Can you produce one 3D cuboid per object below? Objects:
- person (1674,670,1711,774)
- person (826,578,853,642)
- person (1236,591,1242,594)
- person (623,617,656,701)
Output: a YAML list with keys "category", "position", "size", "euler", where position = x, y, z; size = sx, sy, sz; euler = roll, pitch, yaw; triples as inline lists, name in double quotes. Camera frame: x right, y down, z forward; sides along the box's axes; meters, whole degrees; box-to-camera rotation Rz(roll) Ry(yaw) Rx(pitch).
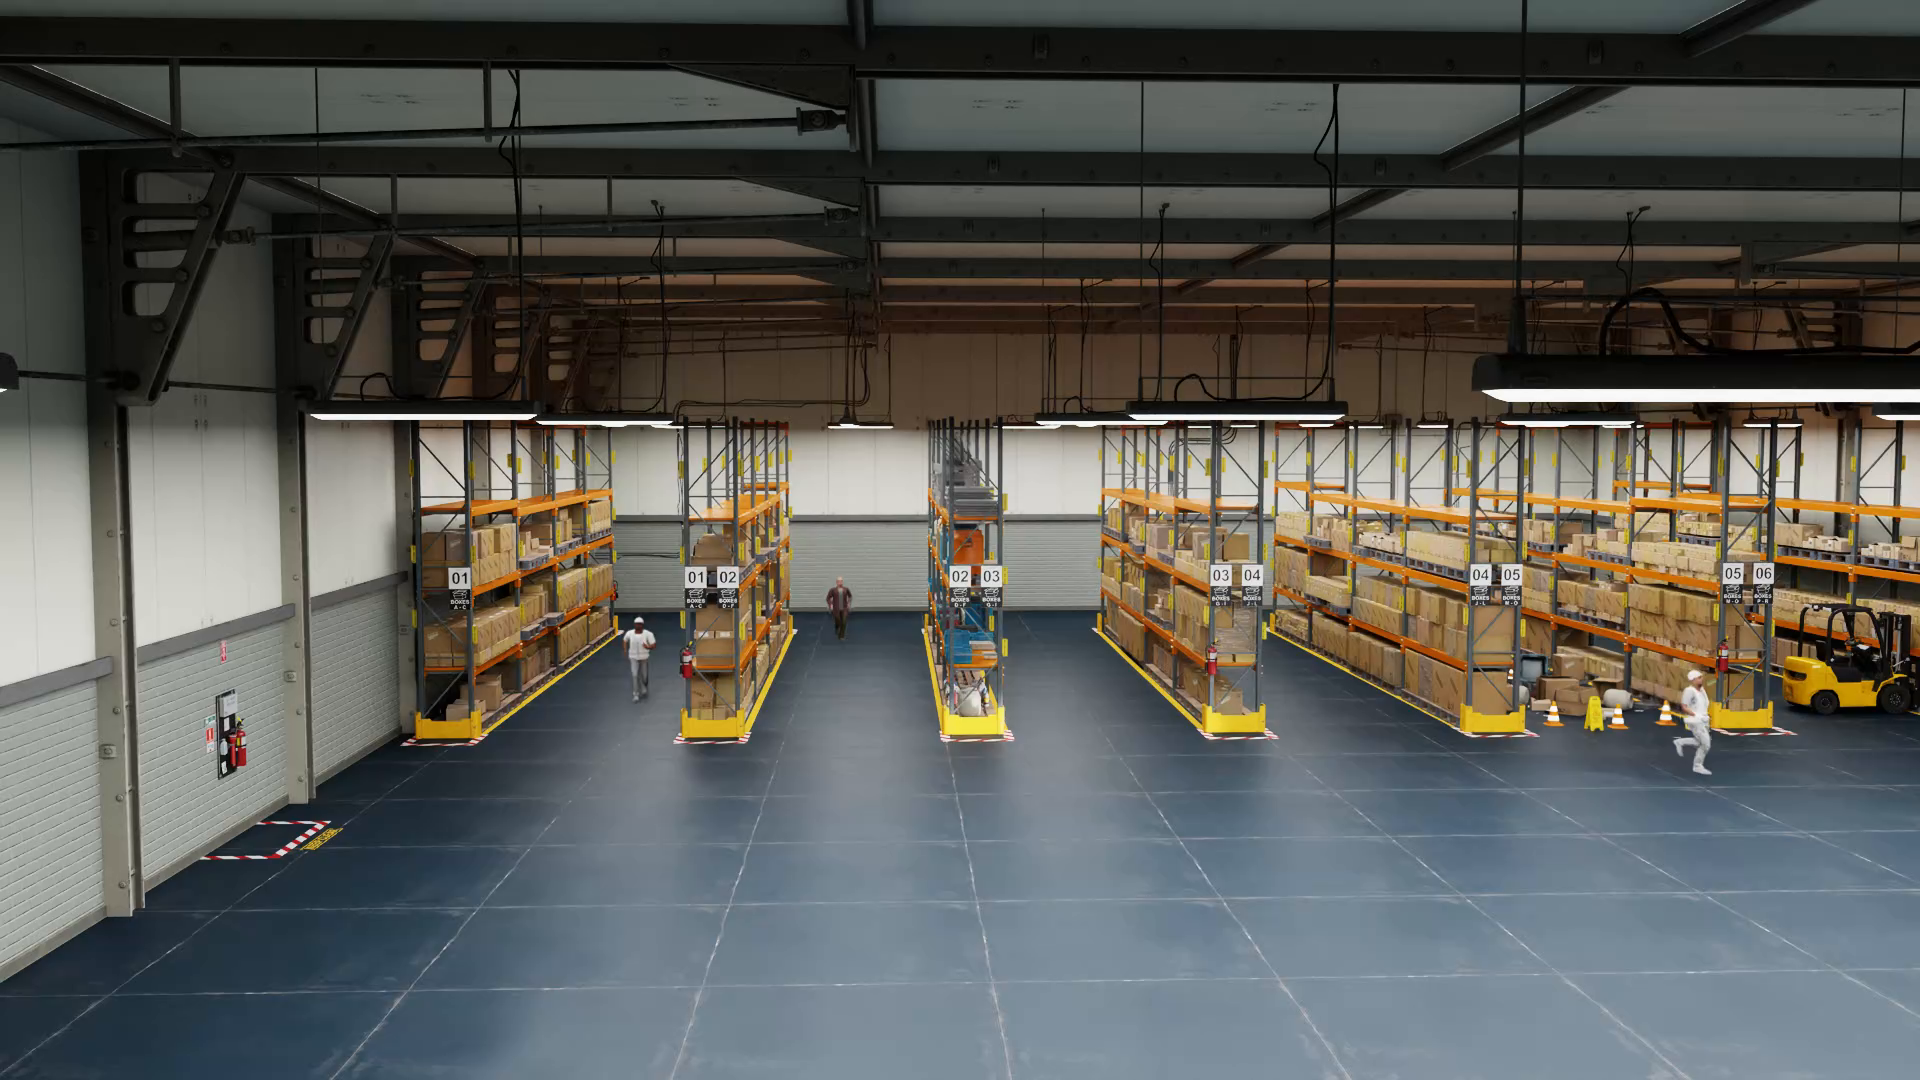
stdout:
- category: "person"
  position: [12.352, 3.049, 28.027]
  size: [0.665, 1.723, 0.694]
  euler: [3, 5, 41]
- category: "person"
  position: [-3.285, 1.900, 45.541]
  size: [0.728, 1.745, 0.699]
  euler: [-1, 4, -12]
- category: "person"
  position: [7.733, 1.933, 46.066]
  size: [0.708, 1.643, 1.026]
  euler: [1, 4, 12]
- category: "person"
  position: [-6.844, 2.519, 35.455]
  size: [0.710, 1.745, 0.968]
  euler: [0, 4, -7]
